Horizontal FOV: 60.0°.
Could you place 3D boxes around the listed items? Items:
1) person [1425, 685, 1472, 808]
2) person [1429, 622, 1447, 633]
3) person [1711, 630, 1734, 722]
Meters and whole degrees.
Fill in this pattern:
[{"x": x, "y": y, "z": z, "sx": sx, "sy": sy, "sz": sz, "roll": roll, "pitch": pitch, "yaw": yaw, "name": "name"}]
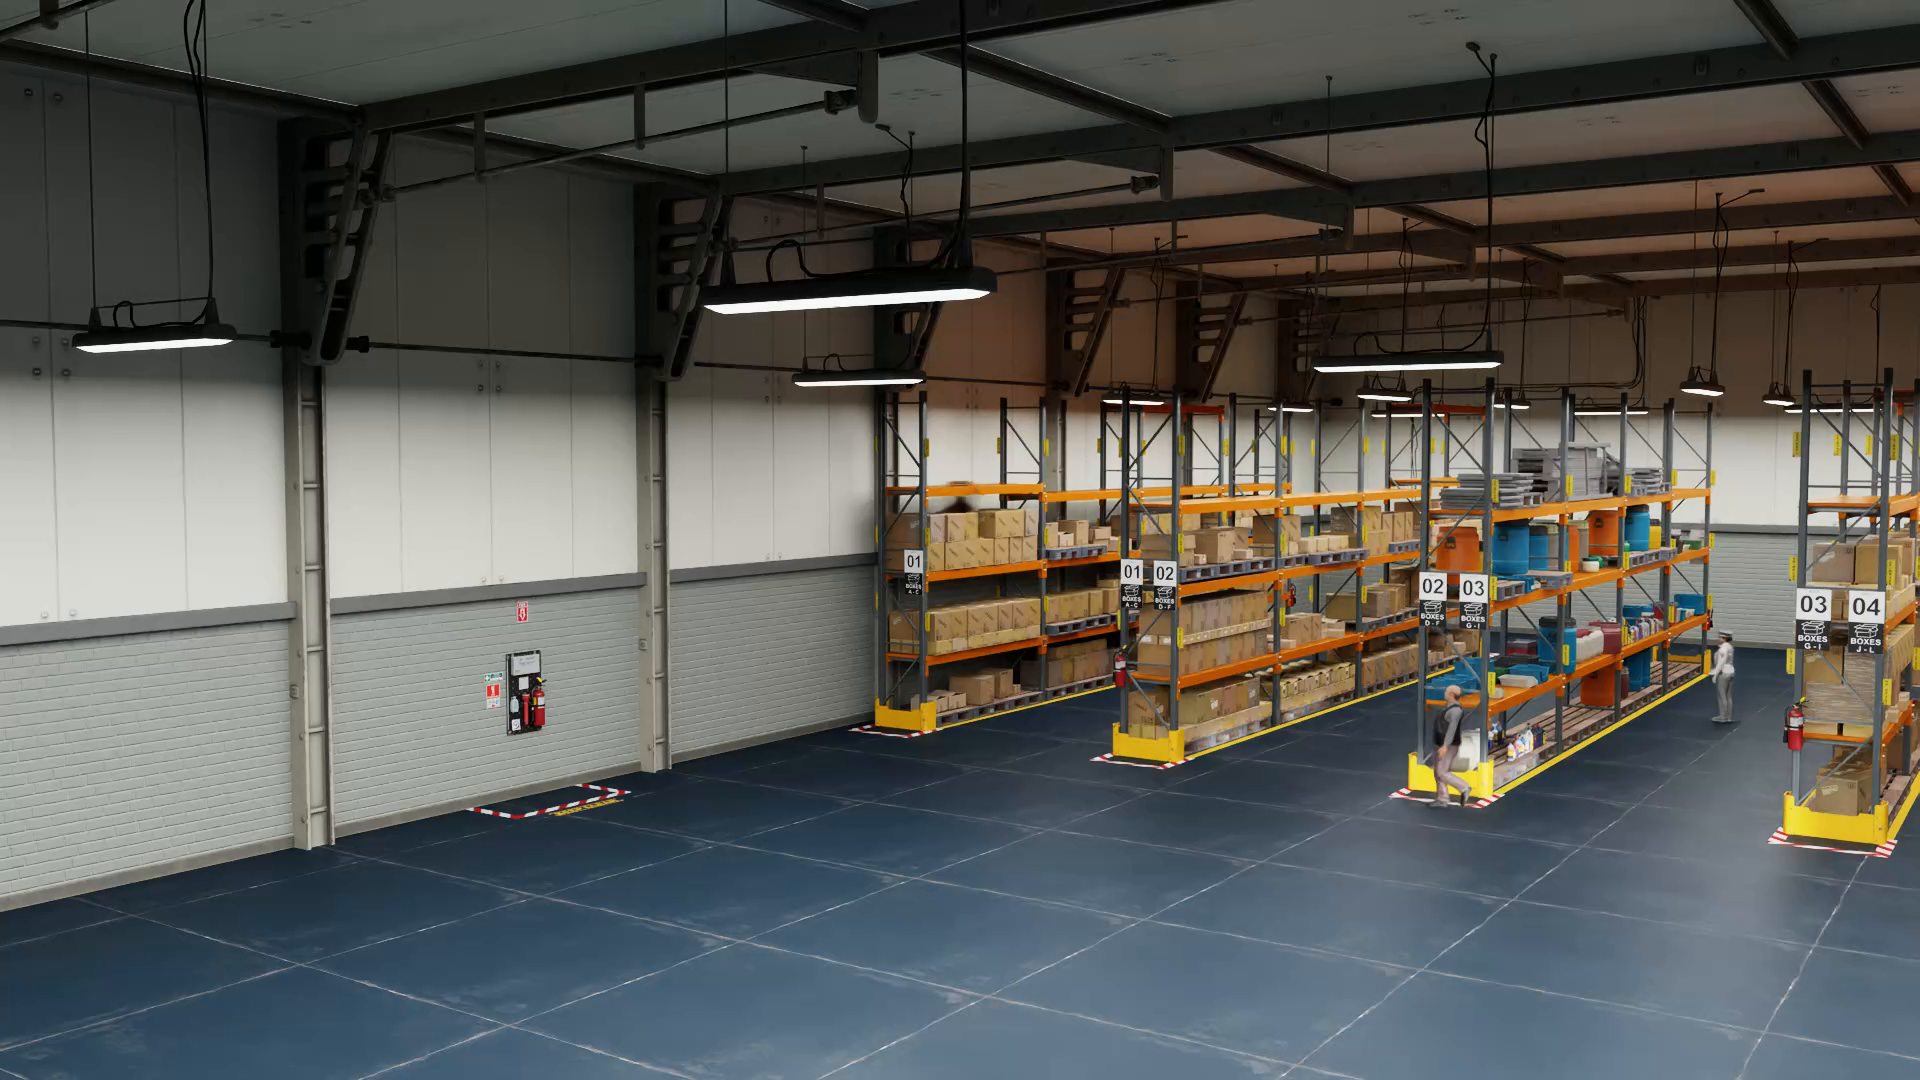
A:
[{"x": 6.767, "y": 2.858, "z": 23.026, "sx": 0.568, "sy": 1.709, "sz": 0.555, "roll": 0, "pitch": 3, "yaw": -3, "name": "person"}, {"x": 11.973, "y": 1.867, "z": 41.420, "sx": 0.487, "sy": 1.645, "sz": 0.459, "roll": -2, "pitch": 4, "yaw": -38, "name": "person"}, {"x": 13.886, "y": 2.479, "z": 30.262, "sx": 0.364, "sy": 1.682, "sz": 0.490, "roll": 3, "pitch": 4, "yaw": 43, "name": "person"}]
